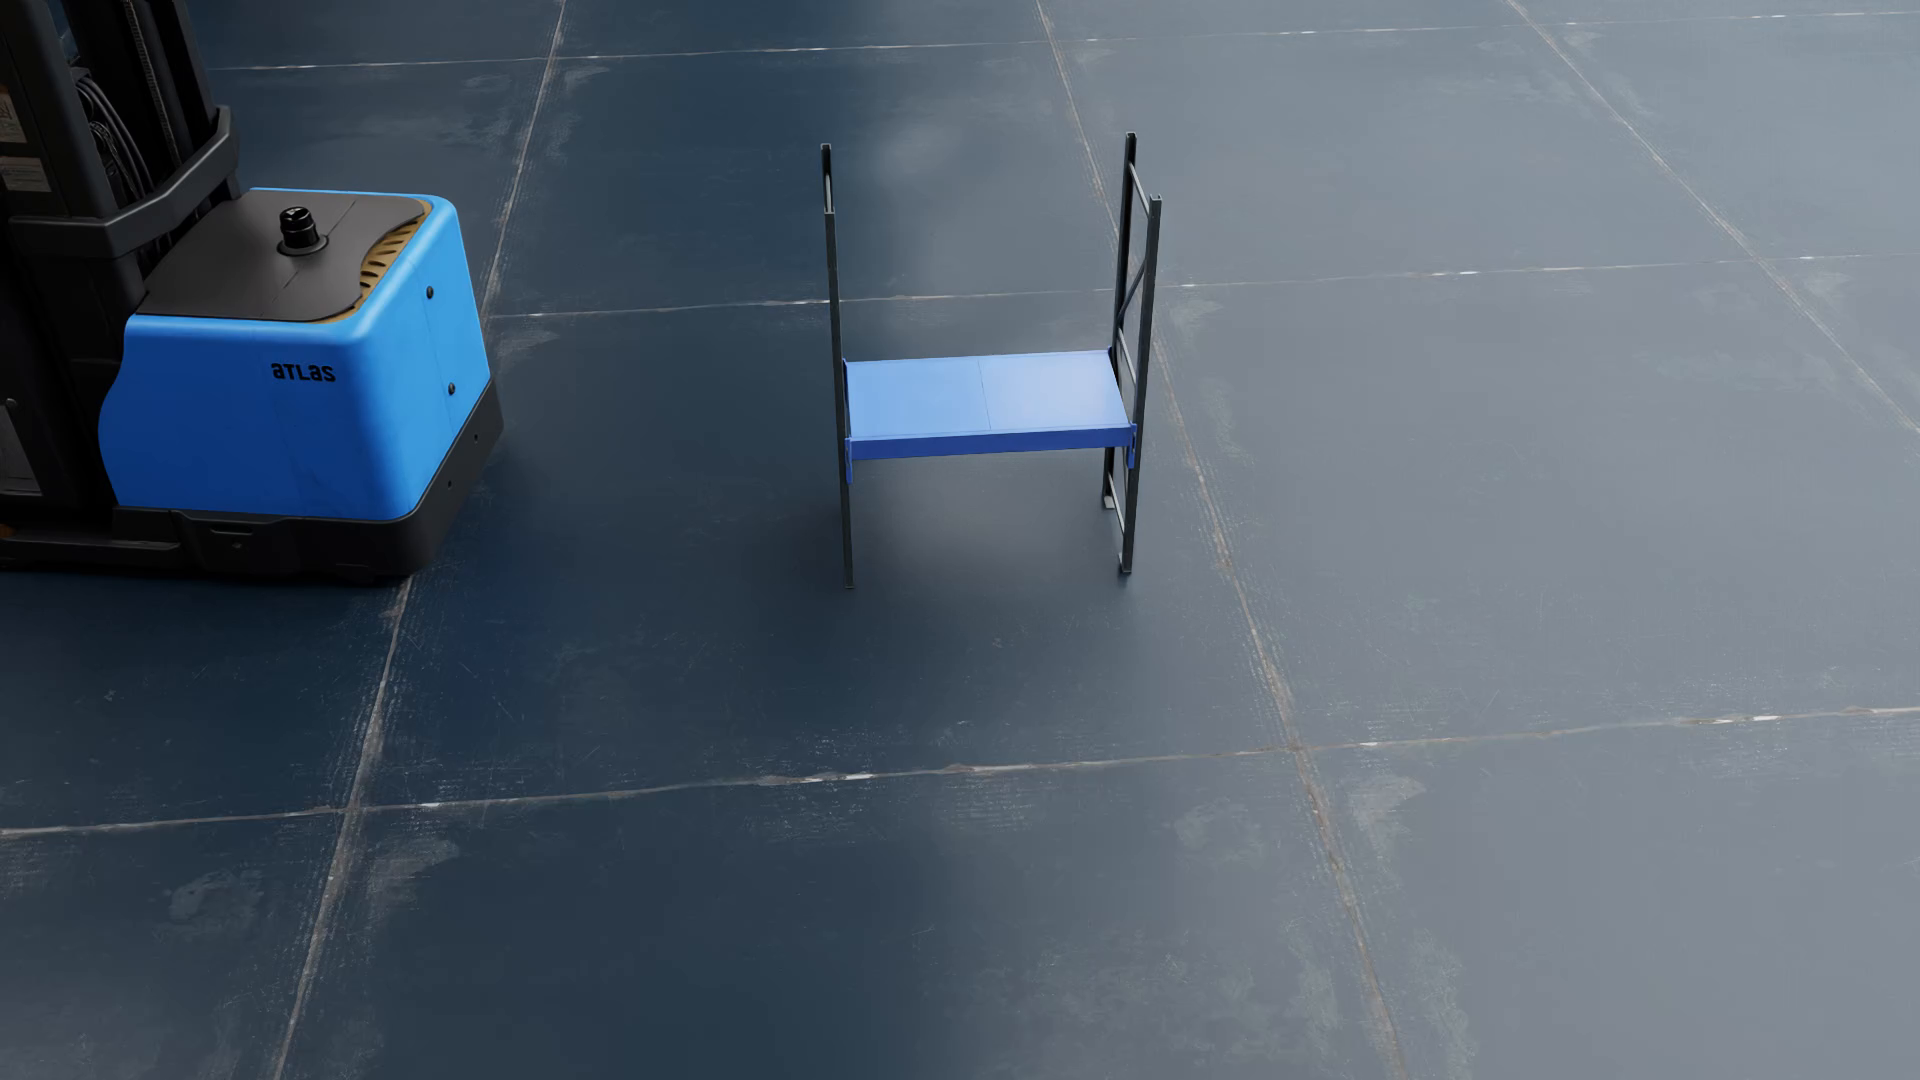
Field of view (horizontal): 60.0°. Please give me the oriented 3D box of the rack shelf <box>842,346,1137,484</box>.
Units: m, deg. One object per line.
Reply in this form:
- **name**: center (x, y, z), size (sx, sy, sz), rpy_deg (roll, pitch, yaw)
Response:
- **rack shelf**: center (0.085, -0.452, 5.903), size (1.000, 0.185, 0.538), rpy_deg (-3, 38, -4)

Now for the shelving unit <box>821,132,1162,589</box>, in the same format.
- **shelving unit**: center (0.085, -0.593, 5.791), size (1.048, 1.500, 0.538), rpy_deg (-3, 38, -4)

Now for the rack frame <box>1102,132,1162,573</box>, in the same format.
- **rack frame**: center (0.591, -0.621, 5.827), size (0.032, 1.500, 0.500), rpy_deg (-3, 38, -4)

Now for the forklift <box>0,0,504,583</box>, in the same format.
- **forklift**: center (-3.387, -1.370, 5.620), size (3.031, 2.935, 1.130), rpy_deg (3, 38, 4)

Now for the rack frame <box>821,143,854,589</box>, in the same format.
- **rack frame**: center (-0.421, -0.566, 5.756), size (0.032, 1.500, 0.500), rpy_deg (-3, 38, -4)
